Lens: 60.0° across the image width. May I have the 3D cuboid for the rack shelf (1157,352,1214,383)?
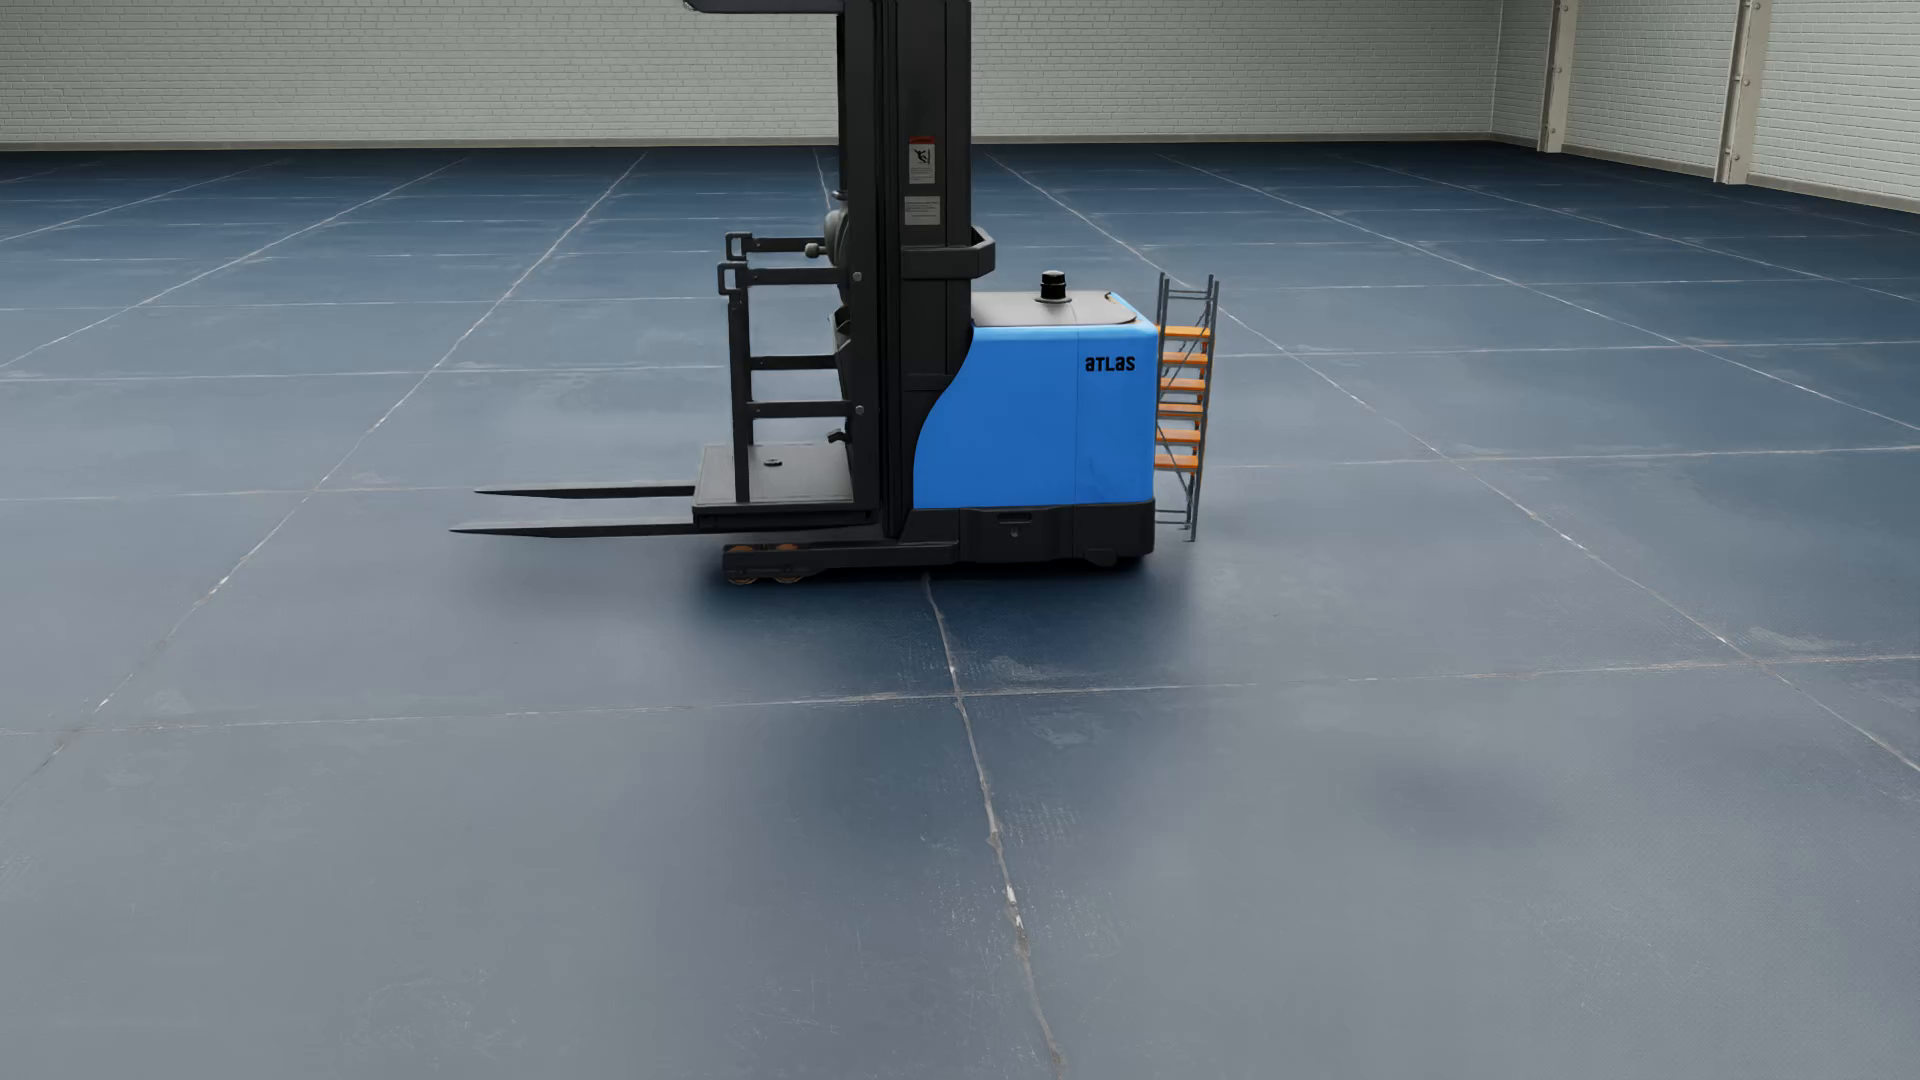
[{"bbox_3d":[0.999,-0.784,7.497,0.258,0.103,0.180,3,18,-1],"label":"rack shelf"}]

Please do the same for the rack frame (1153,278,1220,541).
[{"bbox_3d":[0.990,-0.570,7.470,0.240,1.200,0.006,3,18,-1],"label":"rack frame"}]

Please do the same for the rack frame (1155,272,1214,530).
[{"bbox_3d":[0.991,-0.626,7.644,0.240,1.200,0.006,3,18,-1],"label":"rack frame"}]

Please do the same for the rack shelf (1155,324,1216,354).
[{"bbox_3d":[1.005,-0.898,7.460,0.258,0.103,0.180,3,18,-1],"label":"rack shelf"}]

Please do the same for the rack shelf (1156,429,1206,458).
[{"bbox_3d":[0.983,-0.442,7.607,0.258,0.103,0.180,3,18,-1],"label":"rack shelf"}]

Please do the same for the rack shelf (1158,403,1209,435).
[{"bbox_3d":[0.988,-0.556,7.570,0.258,0.103,0.180,3,18,-1],"label":"rack shelf"}]

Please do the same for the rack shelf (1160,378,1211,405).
[{"bbox_3d":[0.994,-0.670,7.534,0.258,0.103,0.180,3,18,-1],"label":"rack shelf"}]

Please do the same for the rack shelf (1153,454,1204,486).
[{"bbox_3d":[0.977,-0.327,7.644,0.258,0.103,0.180,3,18,-1],"label":"rack shelf"}]

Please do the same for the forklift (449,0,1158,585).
[{"bbox_3d":[-0.699,-1.372,7.154,3.031,2.935,1.130,-2,18,-6],"label":"forklift"}]

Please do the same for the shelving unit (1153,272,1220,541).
[{"bbox_3d":[0.990,-0.598,7.557,0.258,1.200,0.189,3,18,-1],"label":"shelving unit"}]

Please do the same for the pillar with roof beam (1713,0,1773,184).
[{"bbox_3d":[6.973,-9.377,22.522,9.100,9.000,0.400,-2,18,-6],"label":"pillar with roof beam"}]

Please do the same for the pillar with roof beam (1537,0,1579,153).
[{"bbox_3d":[6.354,-11.165,28.216,9.100,9.000,0.400,-2,18,-6],"label":"pillar with roof beam"}]
